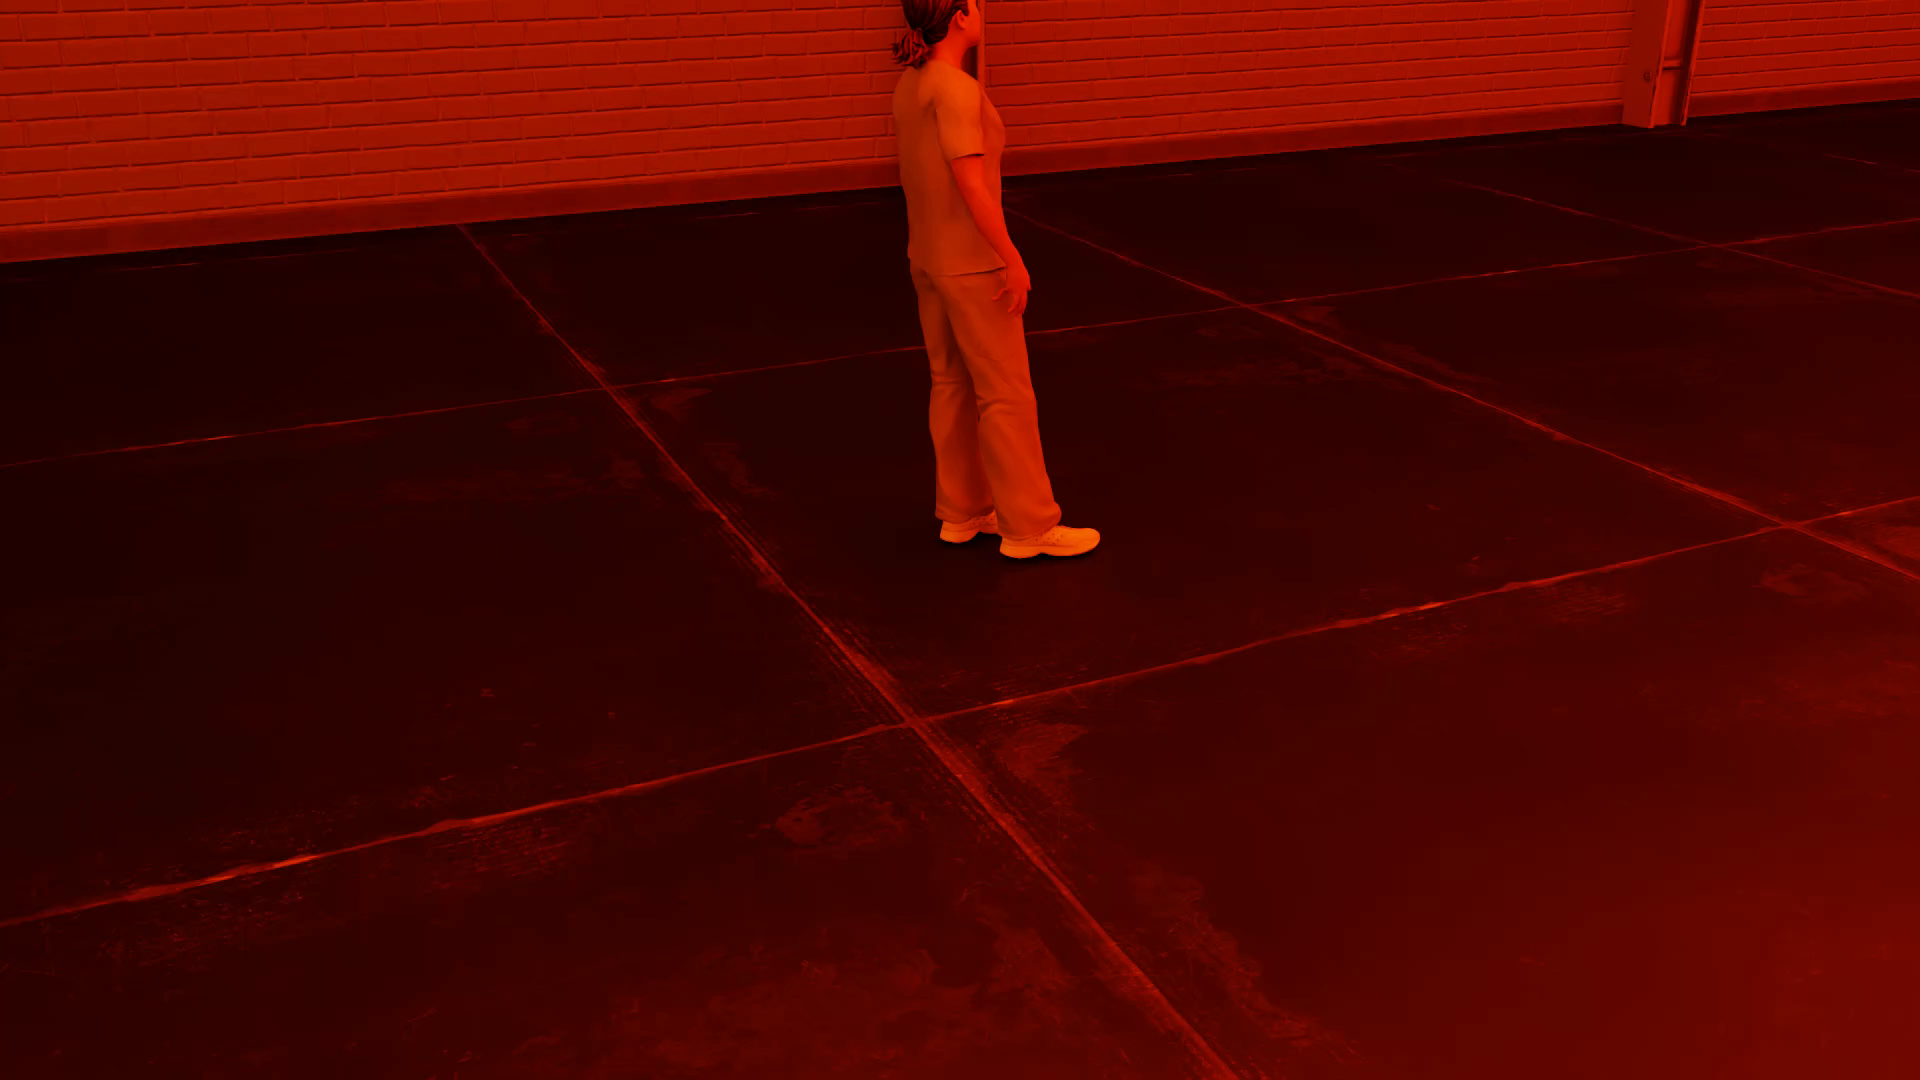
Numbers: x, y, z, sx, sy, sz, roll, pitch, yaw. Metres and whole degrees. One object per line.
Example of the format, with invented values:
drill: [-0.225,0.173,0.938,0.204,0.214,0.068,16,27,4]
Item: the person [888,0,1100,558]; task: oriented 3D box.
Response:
person: [0.073,-0.788,4.800,0.548,1.673,0.549,-10,25,-23]
